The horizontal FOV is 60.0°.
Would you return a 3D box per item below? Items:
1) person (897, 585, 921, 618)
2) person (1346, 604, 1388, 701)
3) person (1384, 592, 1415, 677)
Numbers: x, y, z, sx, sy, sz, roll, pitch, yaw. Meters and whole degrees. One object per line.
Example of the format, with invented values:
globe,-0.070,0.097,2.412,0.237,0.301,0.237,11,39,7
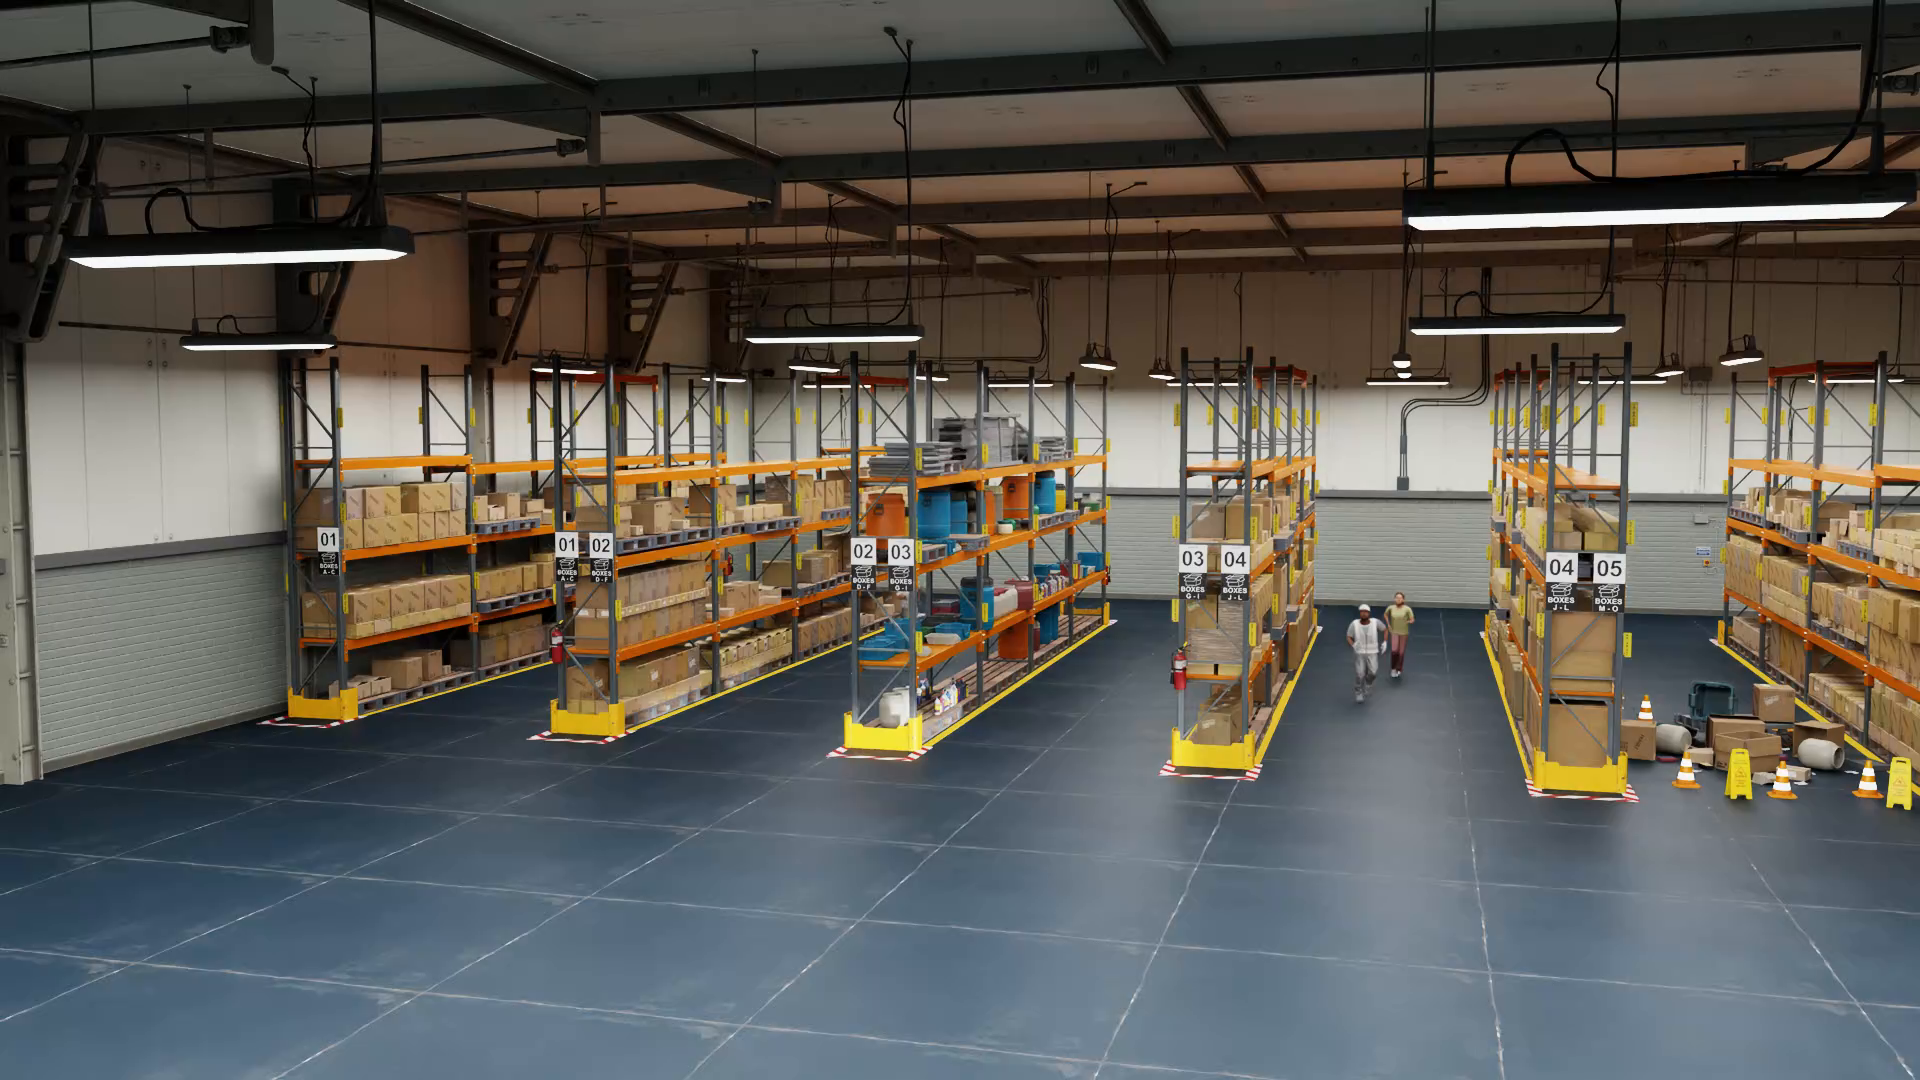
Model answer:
person,-1.125,1.483,36.775,0.515,1.638,0.934,0,4,5
person,7.136,1.990,29.146,0.730,1.732,0.709,1,4,9
person,8.451,1.826,32.006,0.574,1.647,0.636,1,4,14
